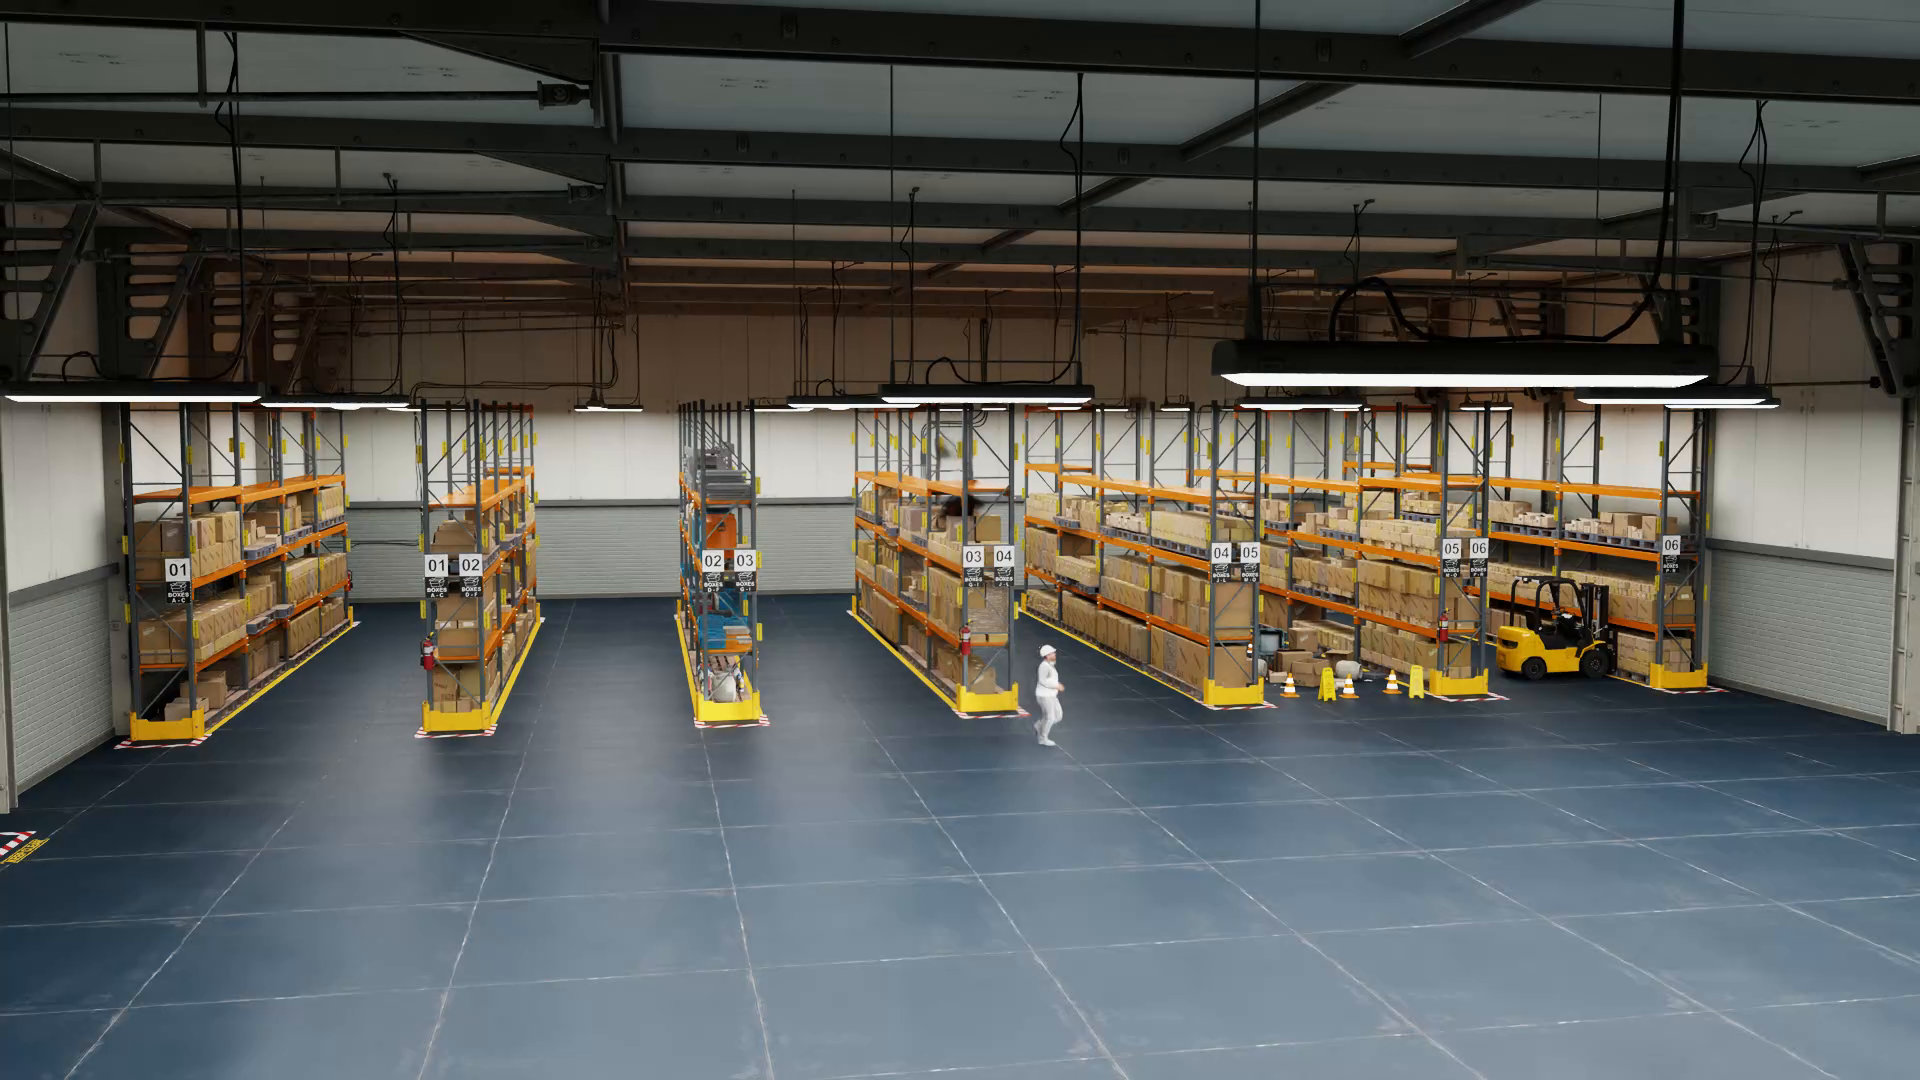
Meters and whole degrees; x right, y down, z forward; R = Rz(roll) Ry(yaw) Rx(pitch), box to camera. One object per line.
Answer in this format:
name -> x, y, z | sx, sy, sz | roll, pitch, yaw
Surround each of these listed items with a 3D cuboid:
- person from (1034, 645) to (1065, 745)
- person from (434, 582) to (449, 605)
person -> 1.542, 2.687, 28.776 | 0.607, 1.741, 0.648 | 1, 4, 16
person -> -13.026, 1.746, 42.223 | 0.704, 1.696, 1.007 | -1, 4, -8
